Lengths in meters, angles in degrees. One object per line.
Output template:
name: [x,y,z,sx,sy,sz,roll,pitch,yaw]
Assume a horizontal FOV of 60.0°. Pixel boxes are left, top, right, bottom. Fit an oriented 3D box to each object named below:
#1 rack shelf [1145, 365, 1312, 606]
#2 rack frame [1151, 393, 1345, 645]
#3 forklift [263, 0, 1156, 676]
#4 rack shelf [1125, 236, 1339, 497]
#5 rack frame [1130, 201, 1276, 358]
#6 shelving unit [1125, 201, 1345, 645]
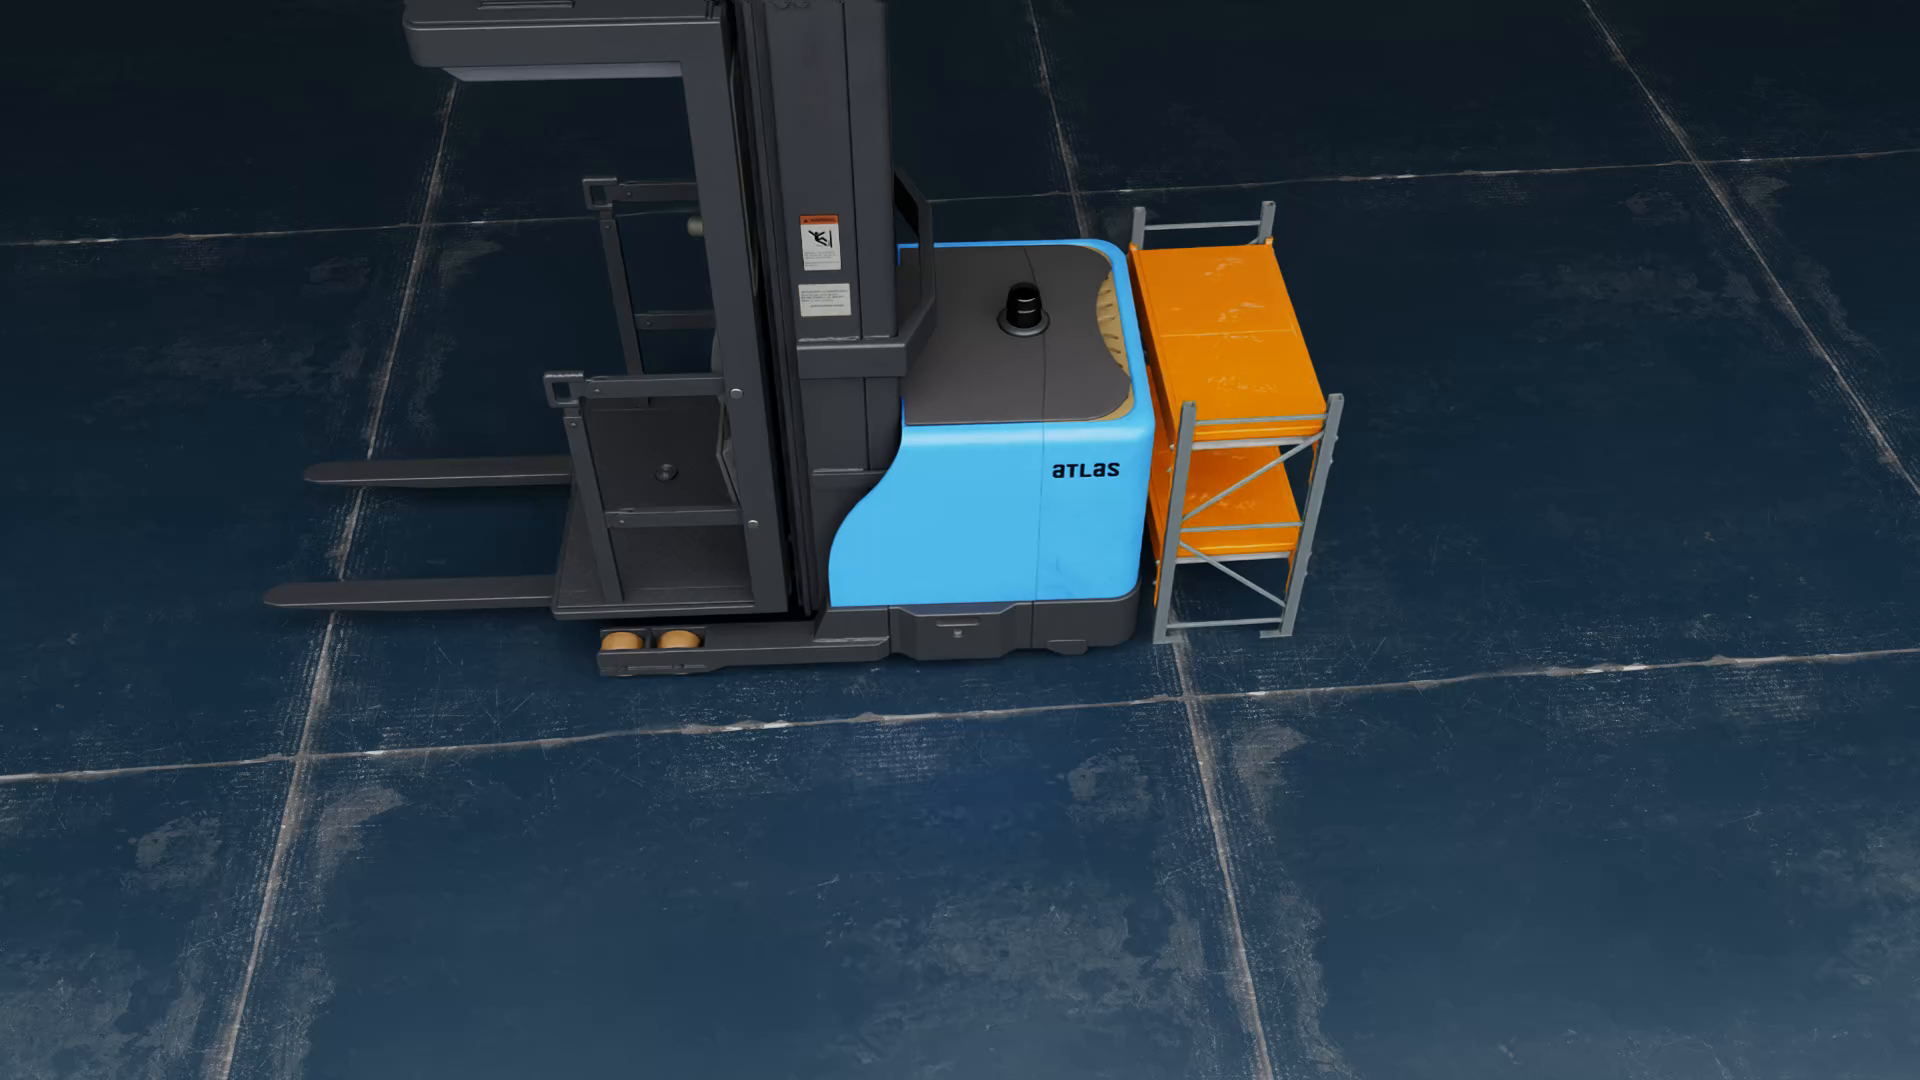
rack shelf: [0.892,-0.241,6.040,0.538,0.278,1.000,-3,47,-3]
rack frame: [0.931,-0.041,5.514,0.500,1.125,0.032,-3,47,-3]
forklift: [-0.909,-0.926,5.109,3.031,2.935,1.130,-2,47,-2]
rack shelf: [0.892,-0.610,5.650,0.538,0.278,1.000,-3,47,-3]
rack frame: [0.853,-0.777,6.211,0.500,1.125,0.032,-3,47,-3]
shelving unit: [0.892,-0.409,5.862,0.538,1.125,1.048,-3,47,-3]
